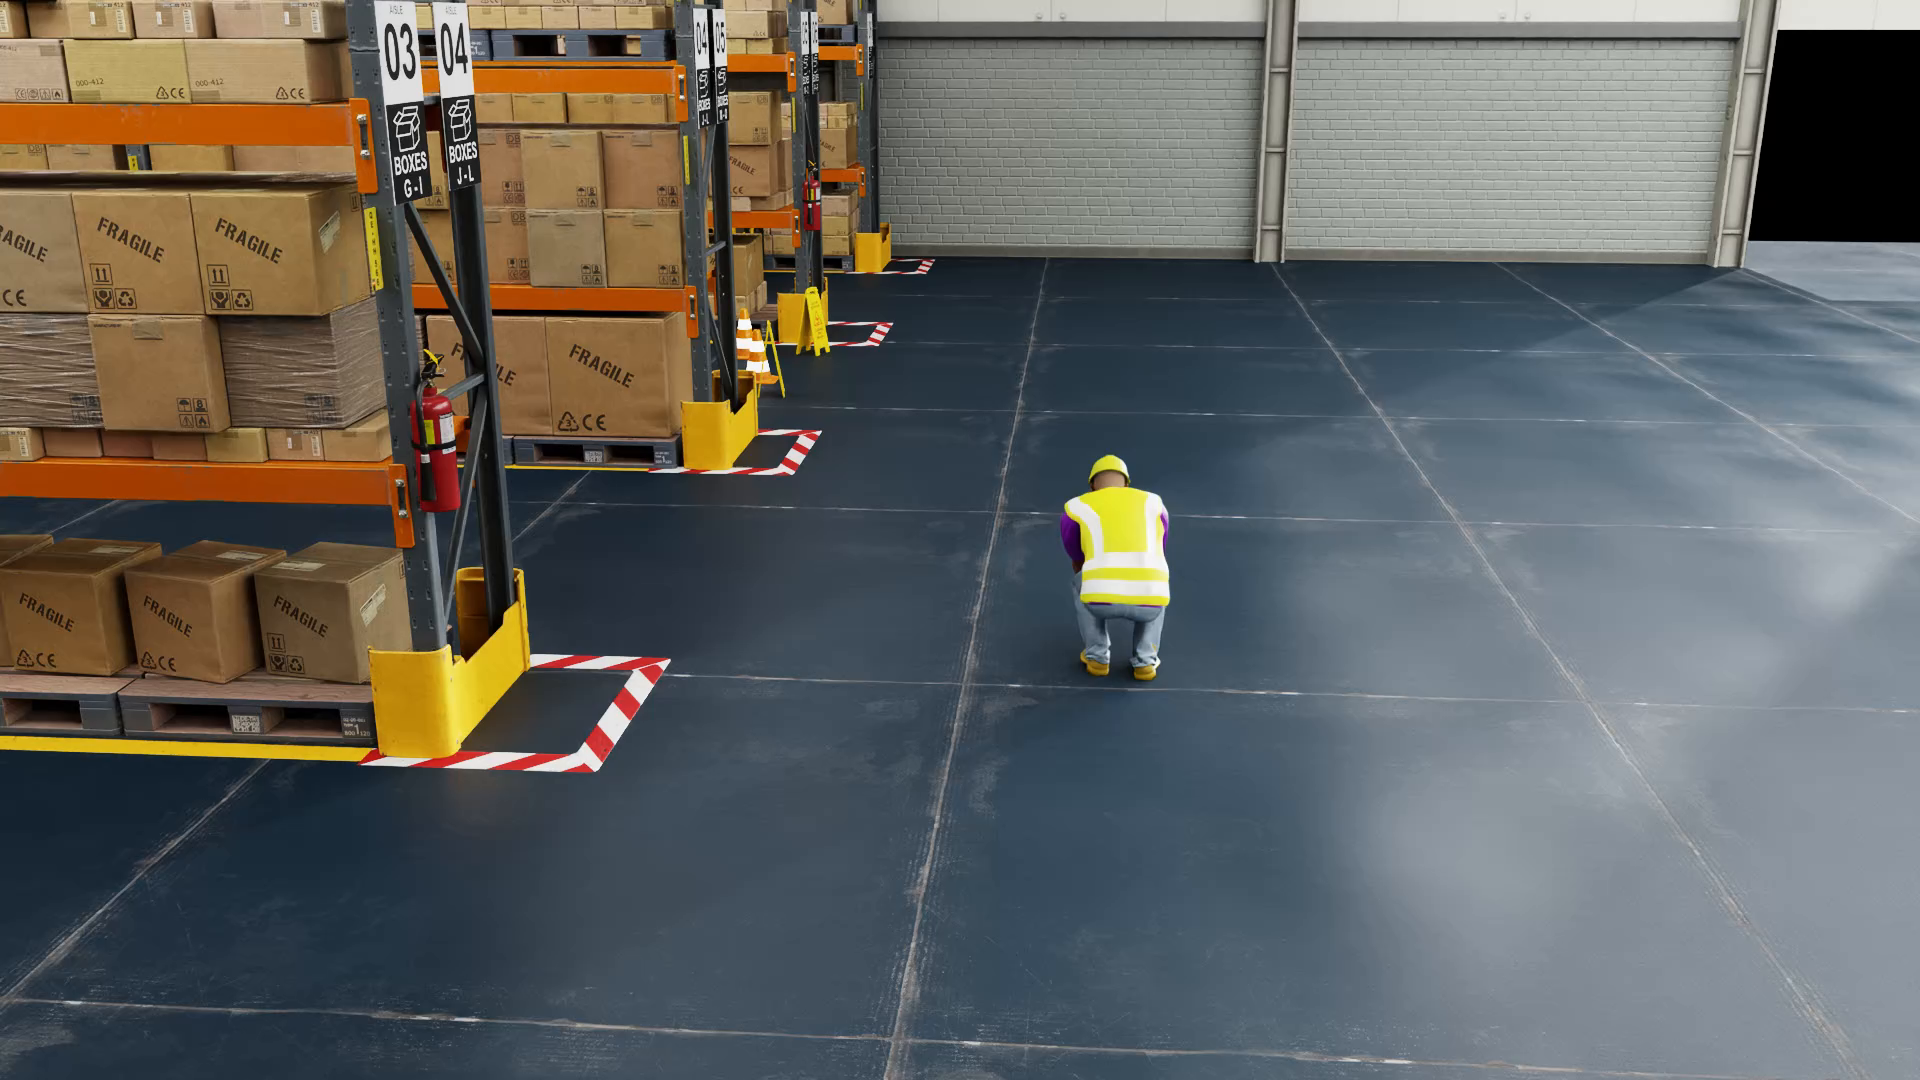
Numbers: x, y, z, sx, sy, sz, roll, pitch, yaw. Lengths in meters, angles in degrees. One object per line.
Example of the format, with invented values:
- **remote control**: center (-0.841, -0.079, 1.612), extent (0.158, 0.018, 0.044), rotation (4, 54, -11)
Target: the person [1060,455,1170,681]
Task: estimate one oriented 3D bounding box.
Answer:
- **person**: center (0.774, 0.134, 8.360), extent (0.546, 1.012, 0.897), rotation (1, 17, 3)
